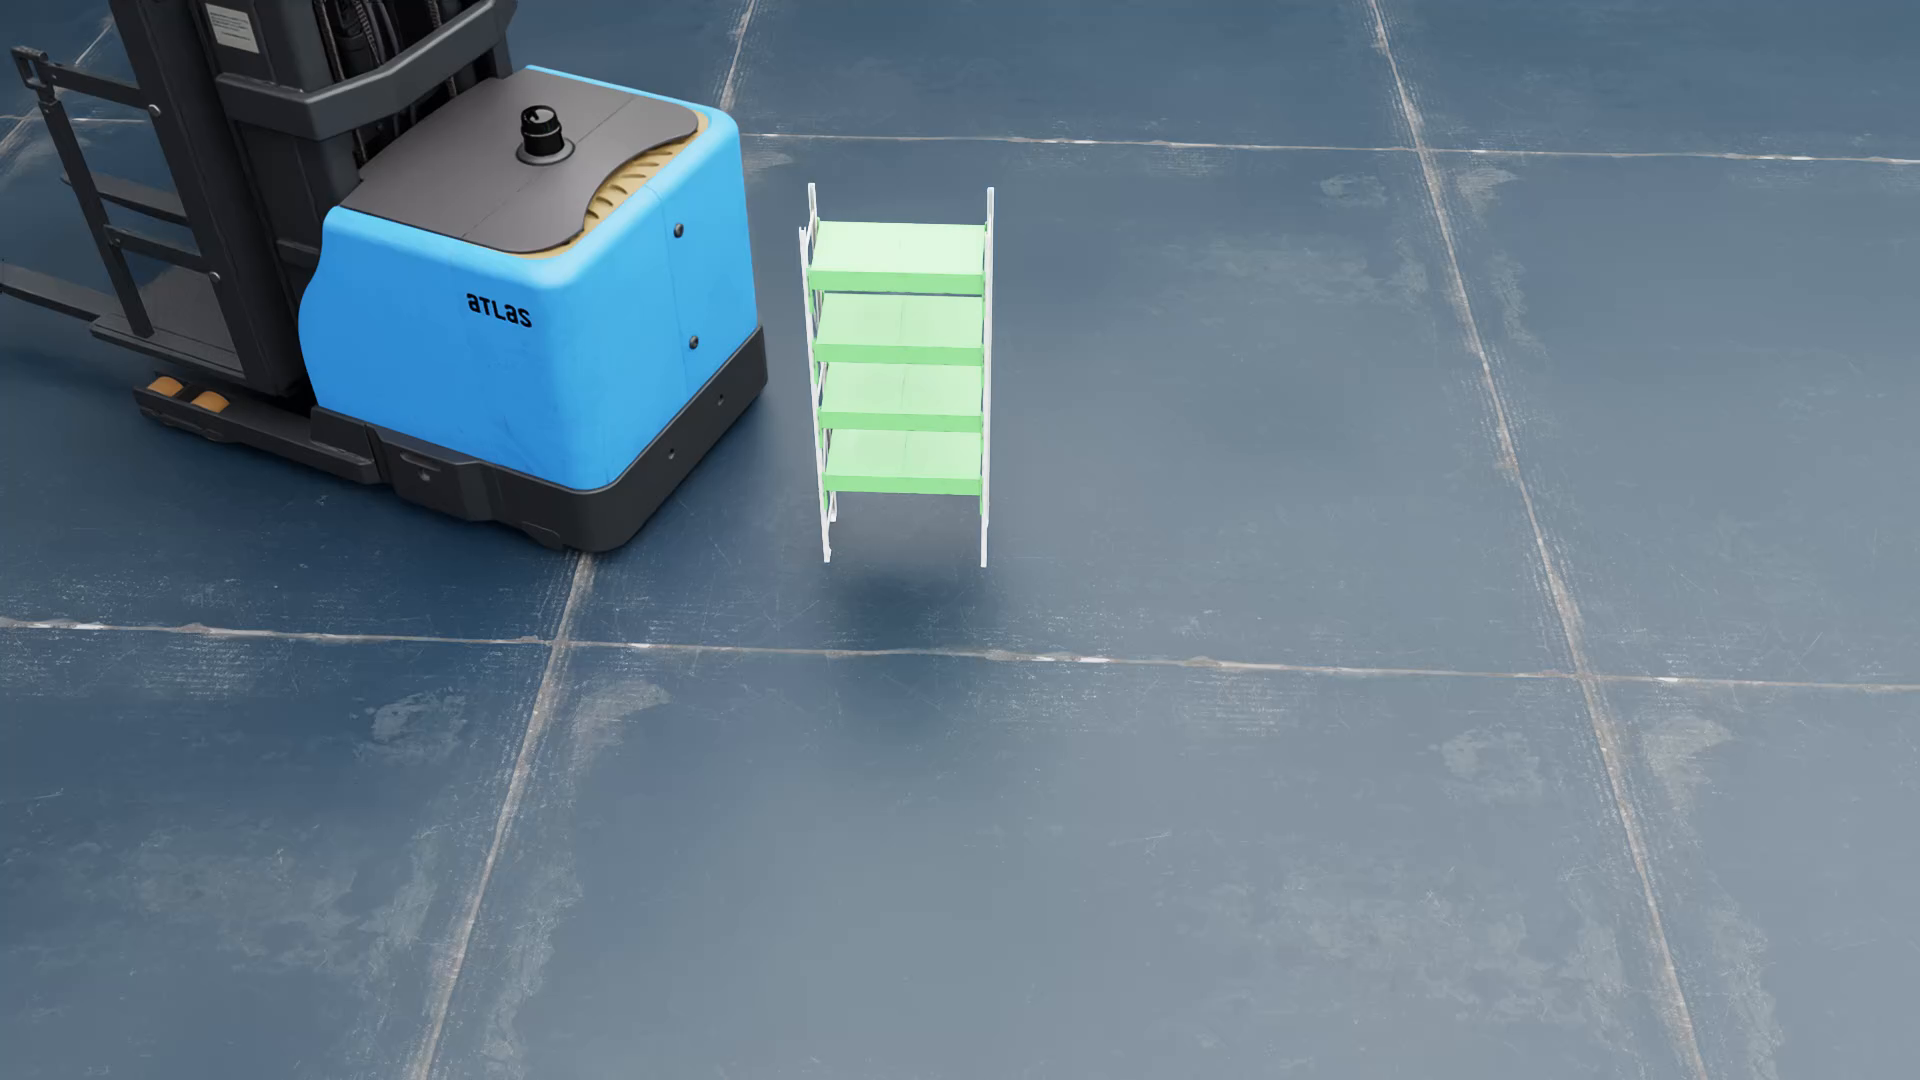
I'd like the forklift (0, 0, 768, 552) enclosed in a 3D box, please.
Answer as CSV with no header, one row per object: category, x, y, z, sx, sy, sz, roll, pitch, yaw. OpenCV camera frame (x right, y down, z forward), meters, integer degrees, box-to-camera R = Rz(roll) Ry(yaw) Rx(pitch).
forklift,-2.223,-1.714,4.939,3.031,2.935,1.130,17,46,18

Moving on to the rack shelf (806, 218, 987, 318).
rack shelf,-0.165,-0.749,4.563,0.480,0.148,0.258,2,43,2

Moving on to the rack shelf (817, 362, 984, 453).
rack shelf,-0.165,-0.397,4.890,0.480,0.148,0.258,2,43,2

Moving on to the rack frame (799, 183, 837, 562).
rack frame,-0.409,-0.452,4.855,0.015,1.200,0.240,2,43,2

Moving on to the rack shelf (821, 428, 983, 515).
rack shelf,-0.165,-0.222,5.054,0.480,0.148,0.258,2,43,2

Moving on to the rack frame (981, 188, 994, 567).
rack frame,0.078,-0.437,4.838,0.015,1.200,0.240,2,43,2

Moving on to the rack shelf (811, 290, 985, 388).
rack shelf,-0.165,-0.573,4.726,0.480,0.148,0.258,2,43,2

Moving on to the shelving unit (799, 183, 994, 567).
shelving unit,-0.165,-0.444,4.846,0.503,1.200,0.258,2,43,2
